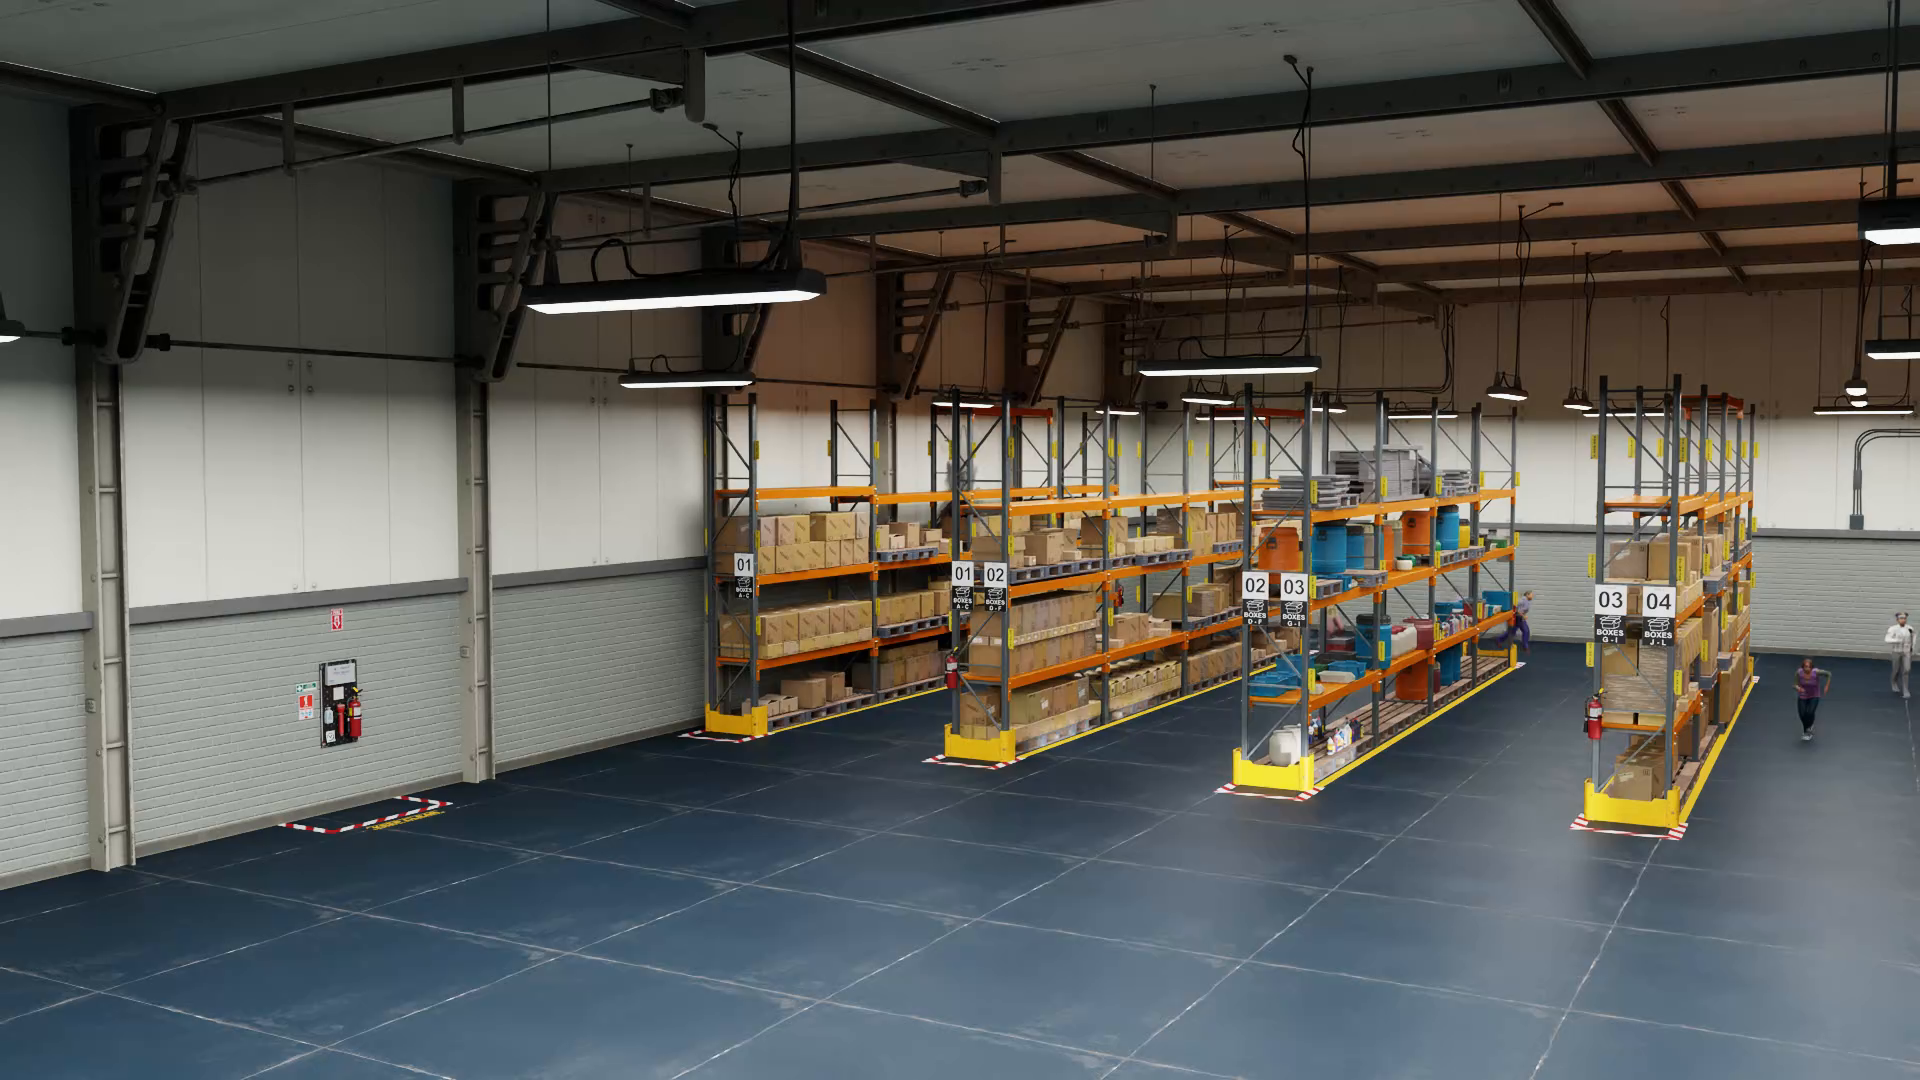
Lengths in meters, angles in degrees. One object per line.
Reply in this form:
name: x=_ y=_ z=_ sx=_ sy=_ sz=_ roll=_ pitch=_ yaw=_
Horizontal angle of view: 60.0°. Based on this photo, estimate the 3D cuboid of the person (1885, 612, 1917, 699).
person: x=19.137 y=2.309 z=33.805 sx=0.608 sy=1.717 sz=0.874 roll=1 pitch=3 yaw=19

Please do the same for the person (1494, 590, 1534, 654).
person: x=13.744 y=2.016 z=41.224 sx=0.973 sy=1.611 sz=0.640 roll=2 pitch=4 yaw=35

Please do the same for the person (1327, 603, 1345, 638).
person: x=9.273 y=1.951 z=41.602 sx=0.576 sy=1.678 sz=0.692 roll=-1 pitch=3 yaw=-12

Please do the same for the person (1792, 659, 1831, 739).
person: x=14.612 y=2.739 z=28.546 sx=0.570 sy=1.440 sz=0.827 roll=2 pitch=4 yaw=31
